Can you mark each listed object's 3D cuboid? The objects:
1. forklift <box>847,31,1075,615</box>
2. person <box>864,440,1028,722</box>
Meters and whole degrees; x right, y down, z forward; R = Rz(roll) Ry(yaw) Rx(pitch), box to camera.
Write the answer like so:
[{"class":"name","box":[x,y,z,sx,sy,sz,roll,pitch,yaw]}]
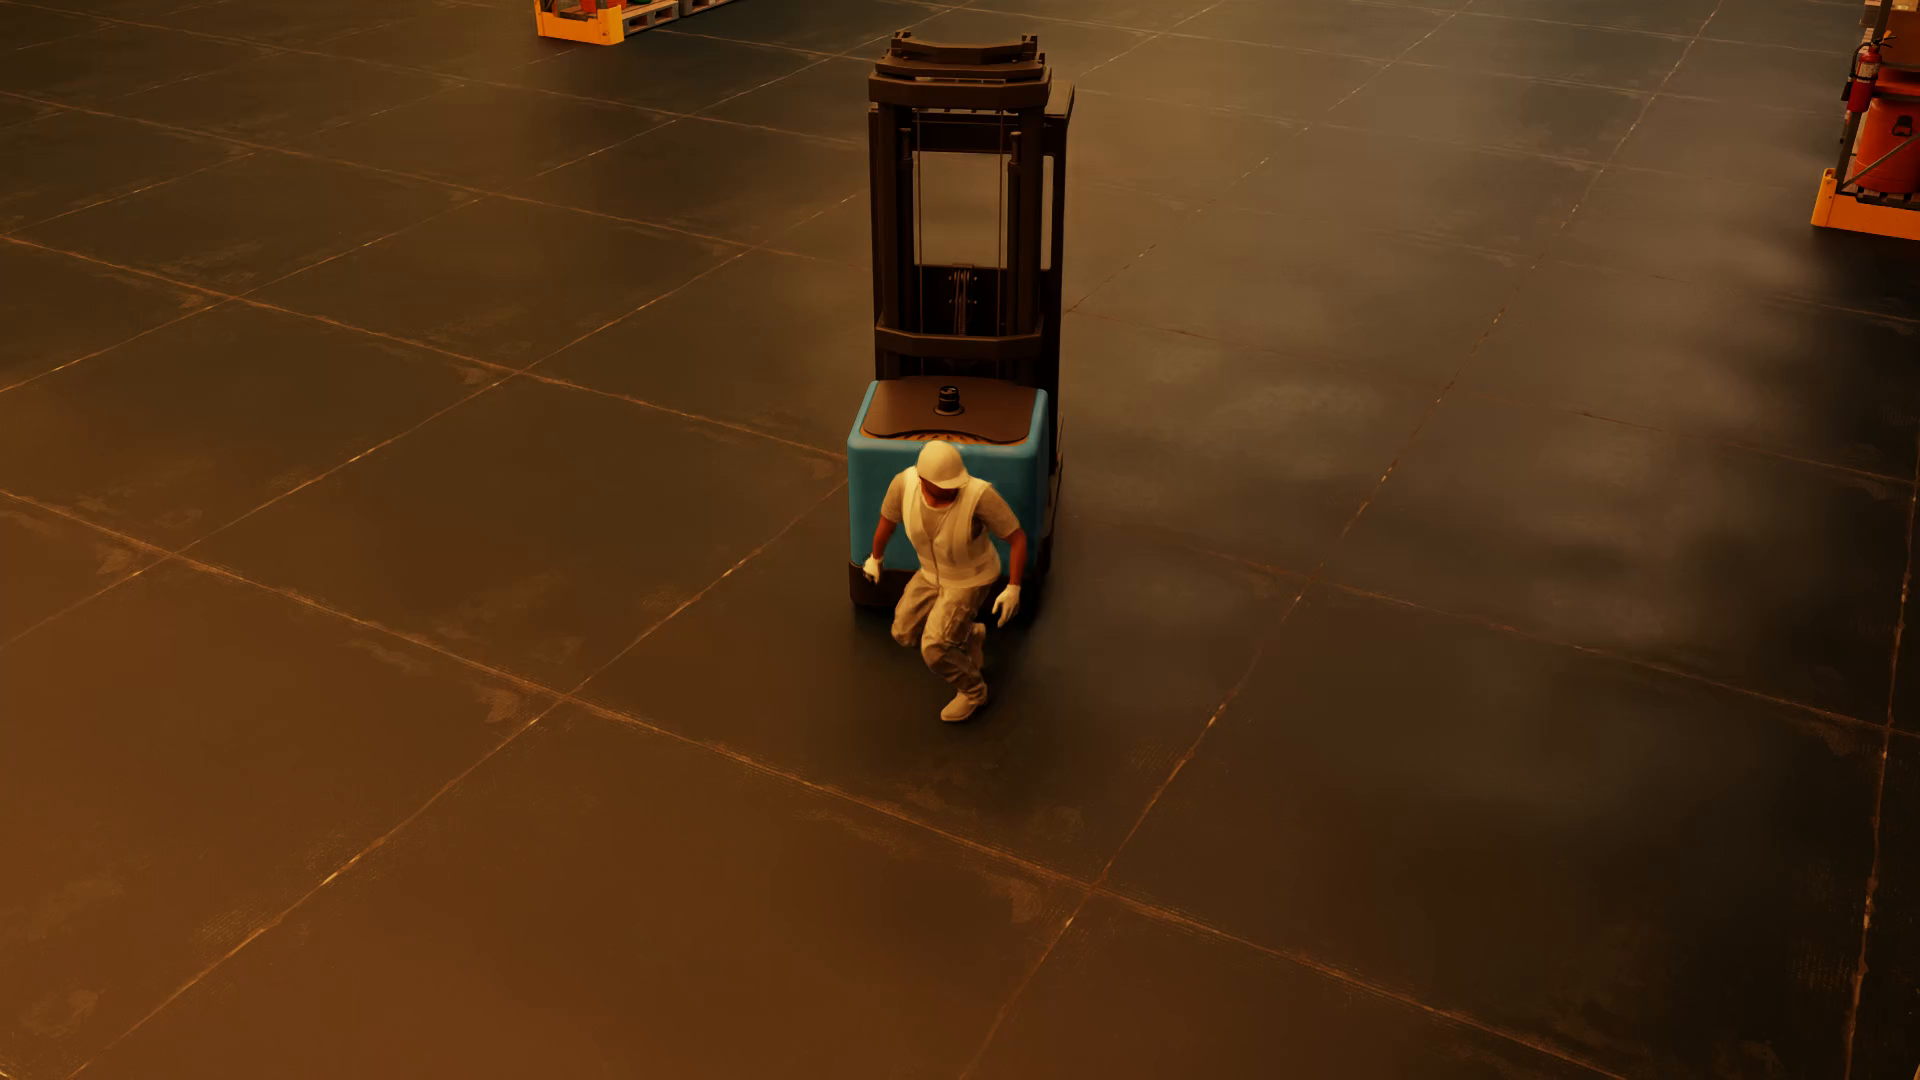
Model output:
[{"class":"forklift","box":[0.072,-1.572,9.794,1.130,2.935,3.031,3,30,6]},{"class":"person","box":[-0.040,0.128,8.237,0.913,1.576,0.625,24,37,35]}]
